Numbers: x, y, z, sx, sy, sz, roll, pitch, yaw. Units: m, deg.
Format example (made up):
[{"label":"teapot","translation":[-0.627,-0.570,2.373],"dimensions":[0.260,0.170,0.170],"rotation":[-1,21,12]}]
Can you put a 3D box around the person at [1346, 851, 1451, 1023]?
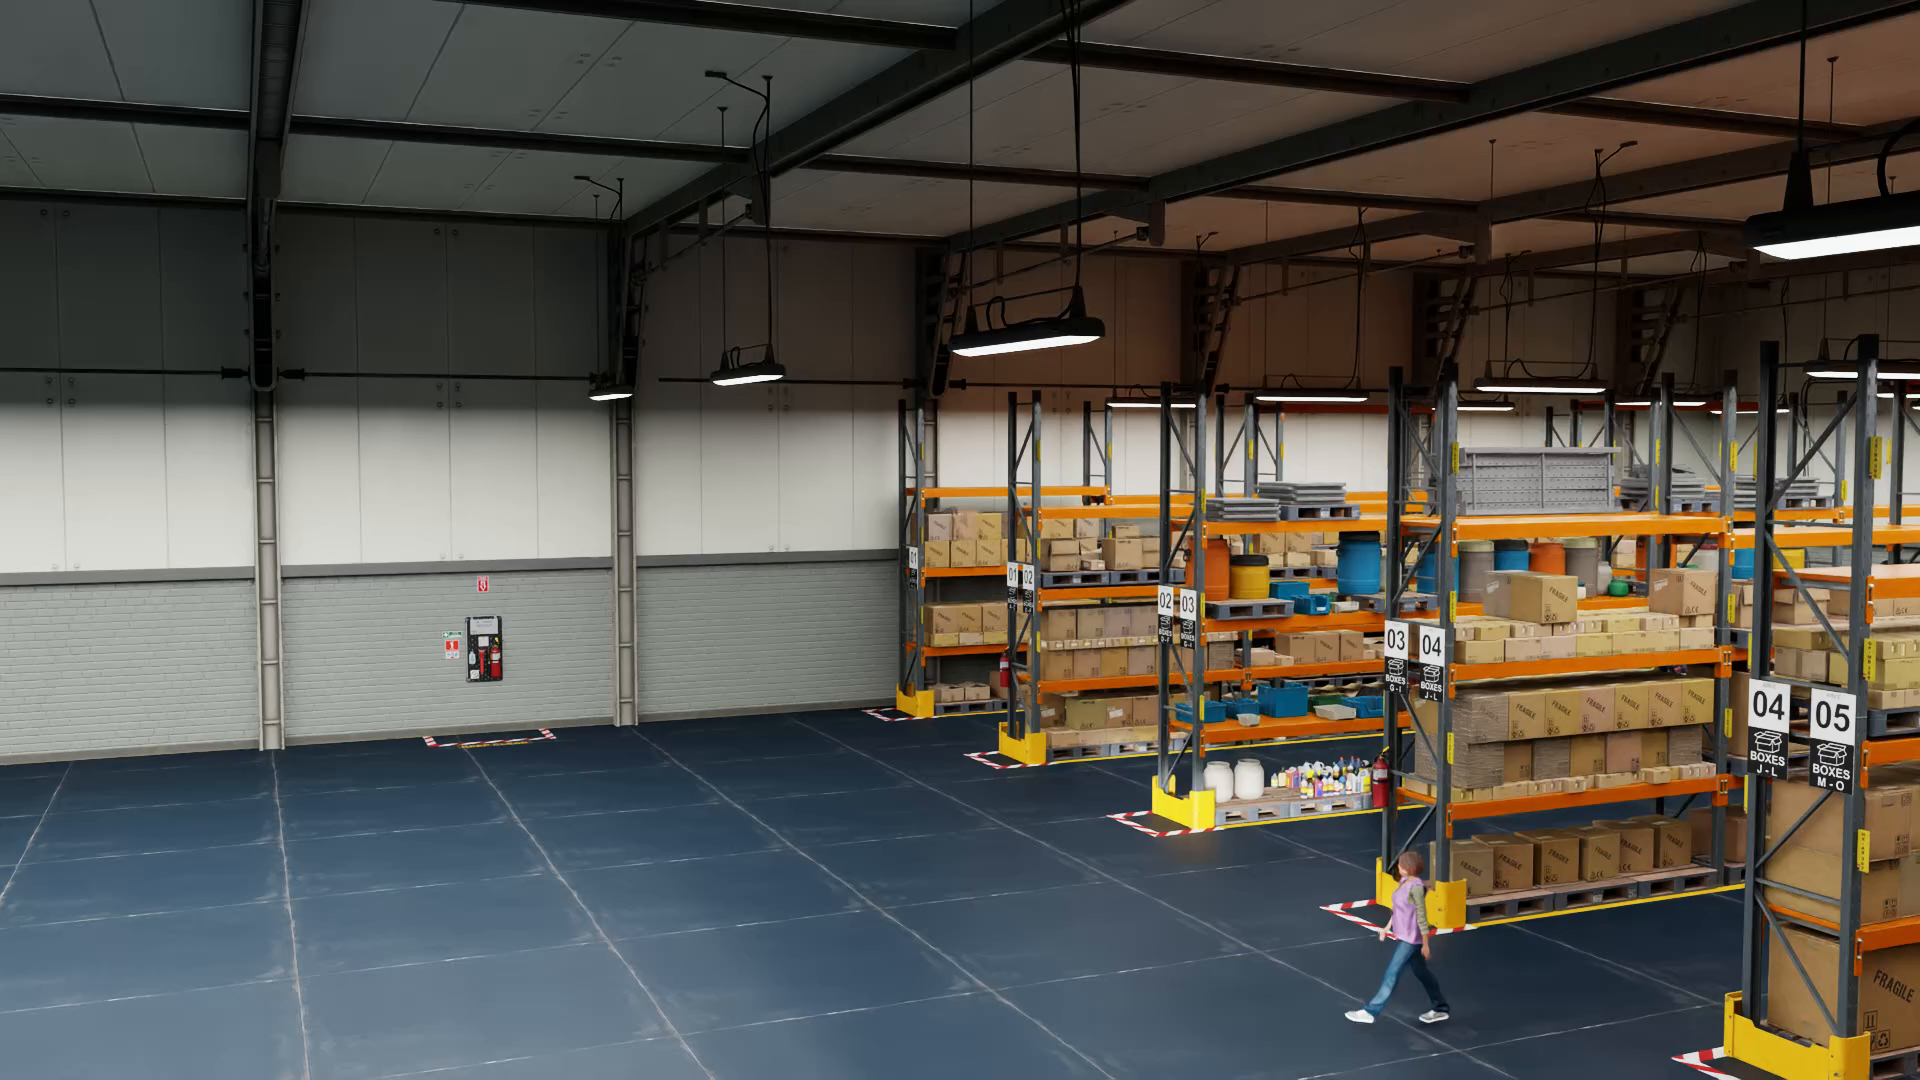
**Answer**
[{"label":"person","translation":[3.881,3.509,14.724],"dimensions":[0.952,1.548,0.454],"rotation":[0,3,5]}]

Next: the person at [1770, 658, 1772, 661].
[{"label":"person","translation":[18.164,2.107,37.289],"dimensions":[0.531,1.702,0.710],"rotation":[1,4,17]}]
